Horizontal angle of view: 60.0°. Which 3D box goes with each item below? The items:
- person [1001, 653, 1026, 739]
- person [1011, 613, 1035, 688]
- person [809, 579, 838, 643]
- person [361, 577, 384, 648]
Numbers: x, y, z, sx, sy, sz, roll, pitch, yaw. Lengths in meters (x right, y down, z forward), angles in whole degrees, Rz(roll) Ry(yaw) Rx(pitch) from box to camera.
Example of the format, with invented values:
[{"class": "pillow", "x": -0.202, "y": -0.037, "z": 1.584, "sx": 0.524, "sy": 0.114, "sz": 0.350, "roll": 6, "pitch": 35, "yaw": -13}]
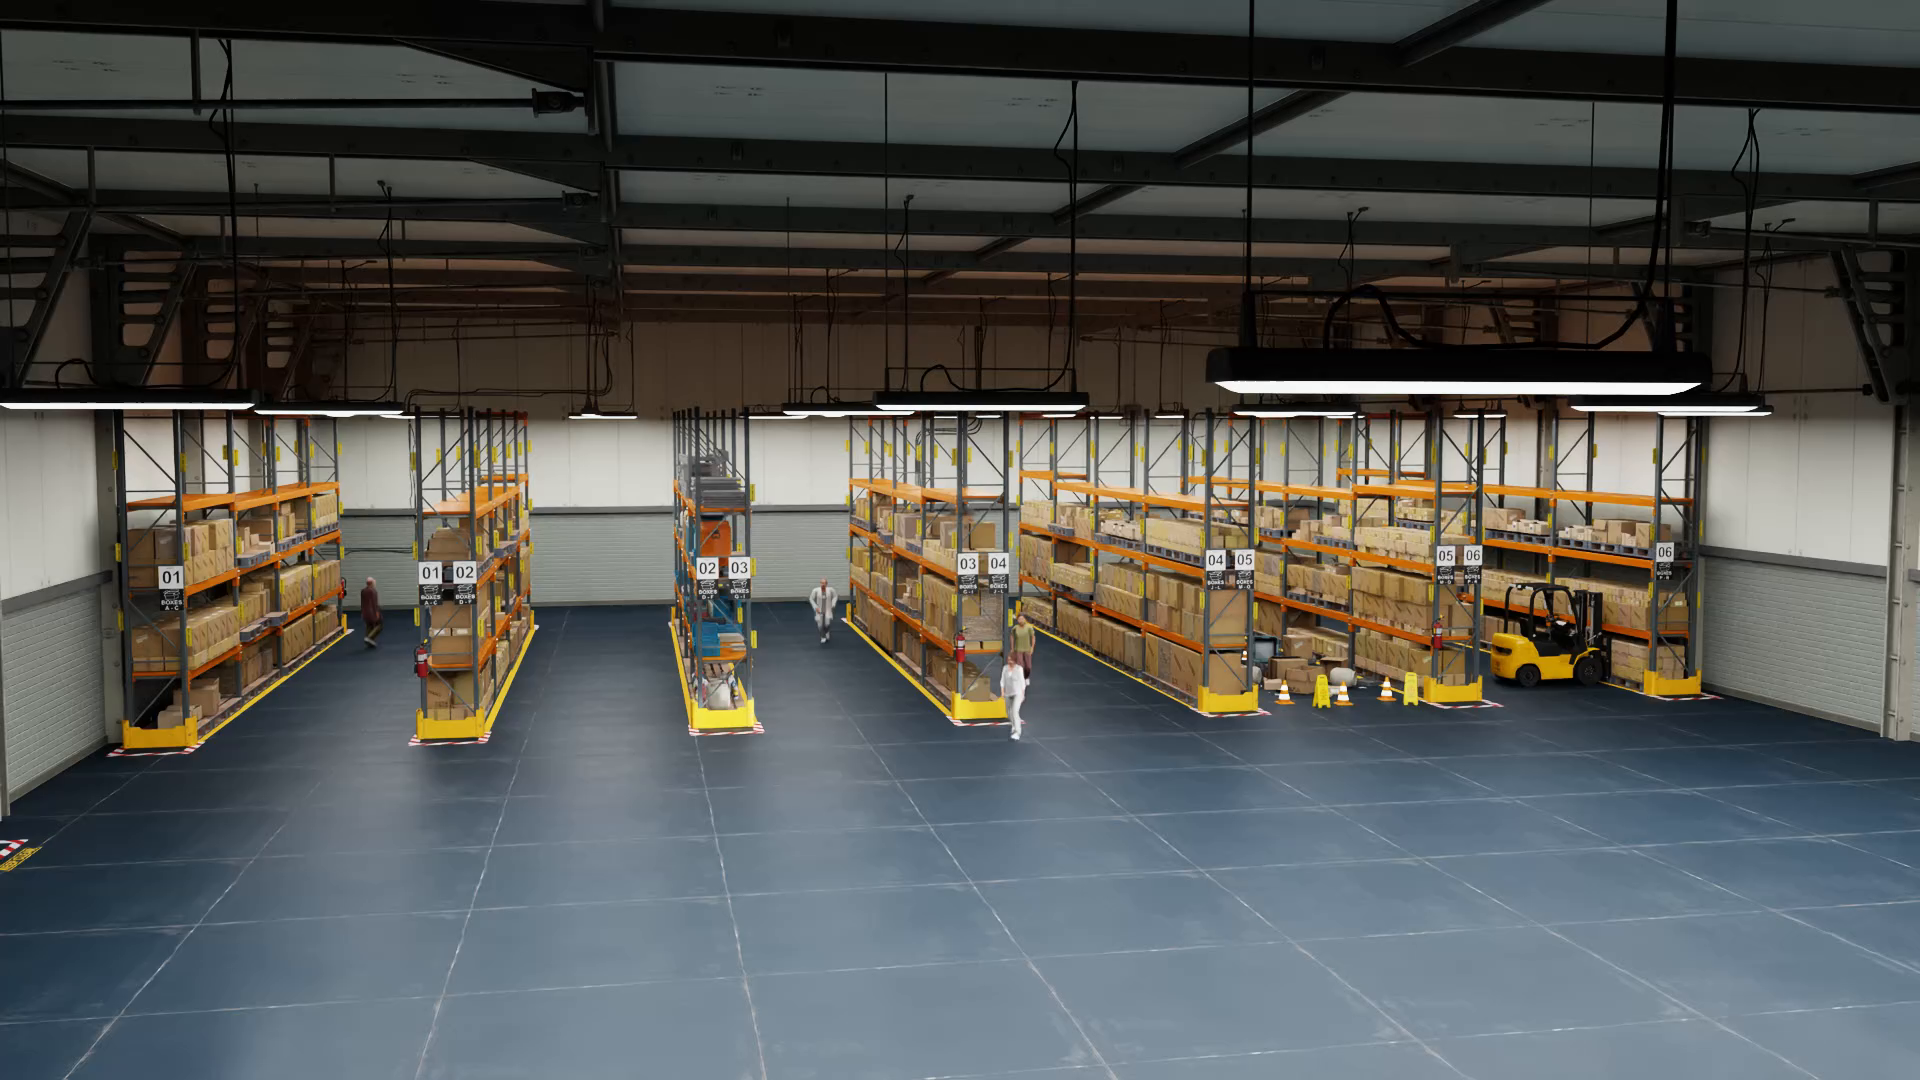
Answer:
[{"class": "person", "x": 0.989, "y": 2.808, "z": 30.163, "sx": 0.445, "sy": 1.552, "sz": 0.766, "roll": 3, "pitch": 5, "yaw": 32}, {"class": "person", "x": 1.355, "y": 2.368, "z": 35.707, "sx": 0.510, "sy": 1.652, "sz": 0.608, "roll": 0, "pitch": 4, "yaw": 2}, {"class": "person", "x": -3.533, "y": 1.827, "z": 43.084, "sx": 0.728, "sy": 1.686, "sz": 0.657, "roll": 0, "pitch": 4, "yaw": -3}, {"class": "person", "x": -14.944, "y": 1.840, "z": 42.111, "sx": 0.624, "sy": 1.778, "sz": 0.568, "roll": 3, "pitch": 5, "yaw": 33}]
